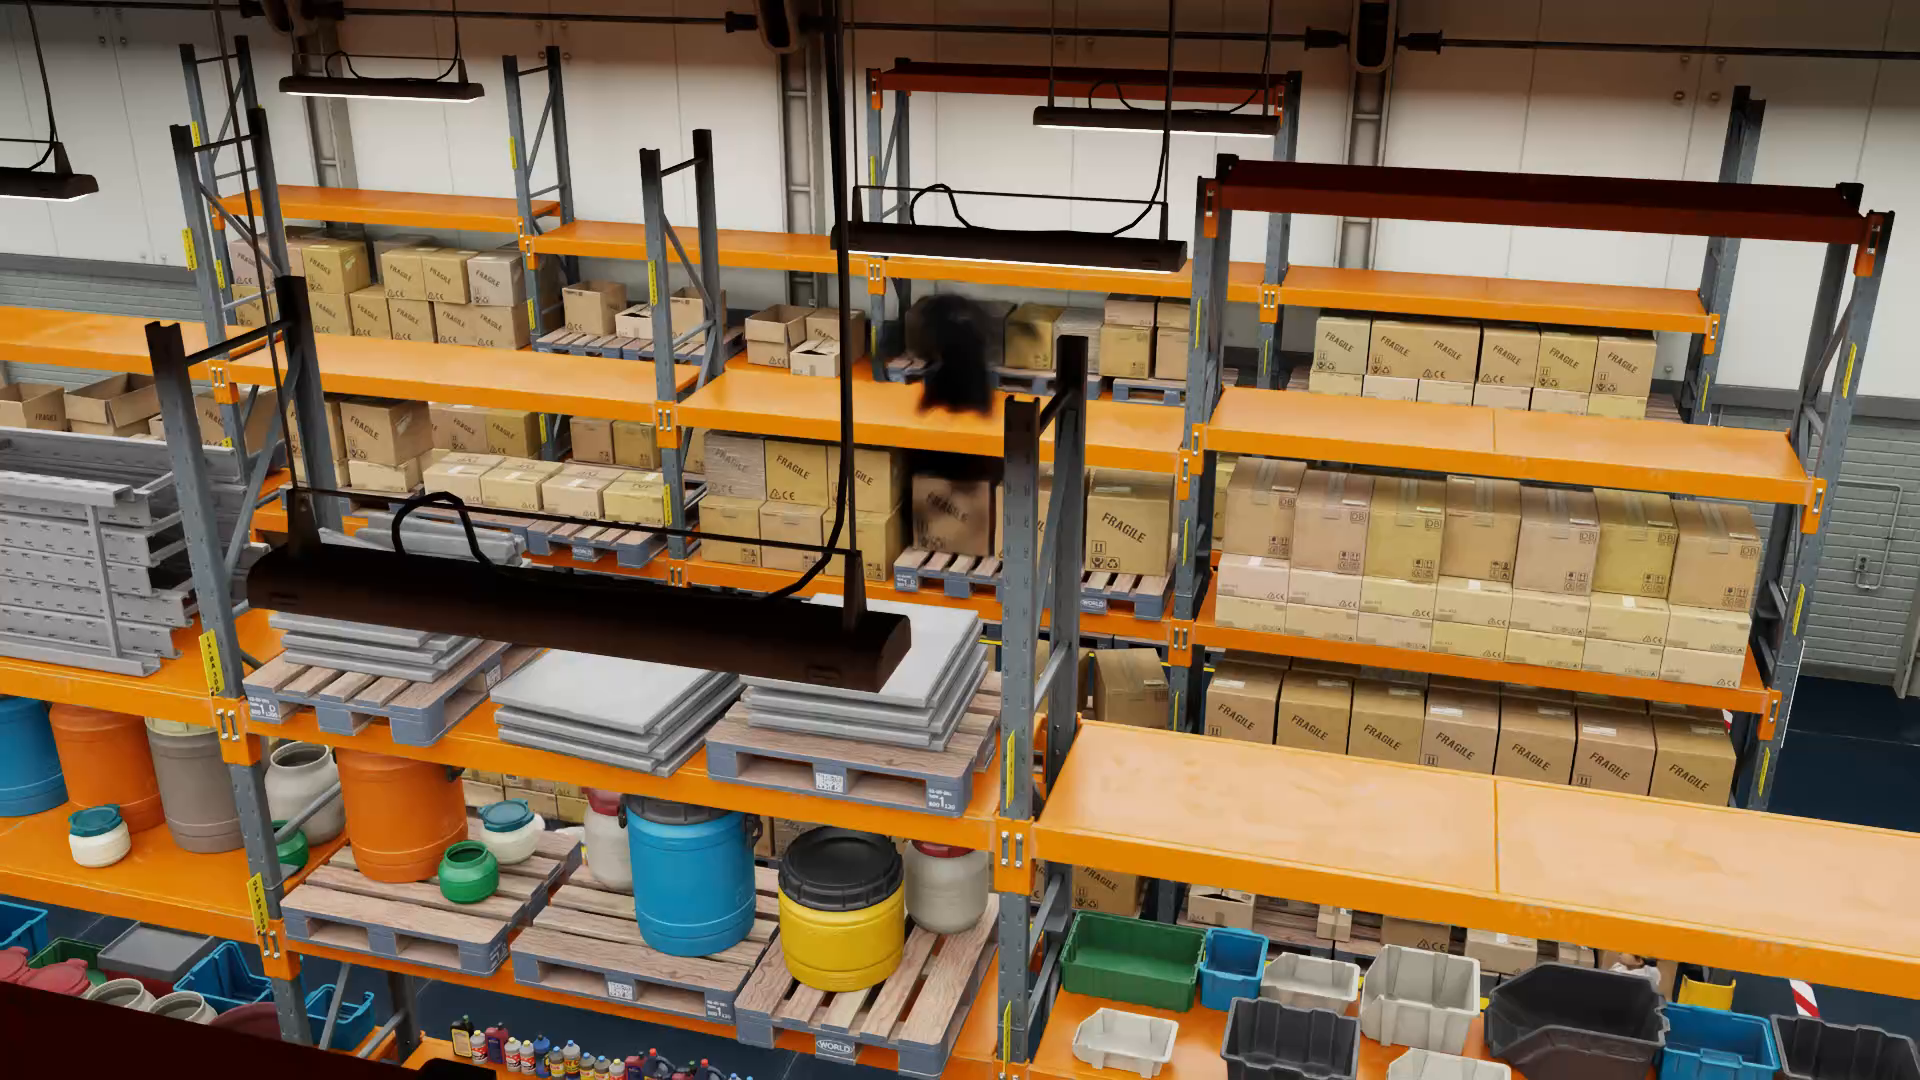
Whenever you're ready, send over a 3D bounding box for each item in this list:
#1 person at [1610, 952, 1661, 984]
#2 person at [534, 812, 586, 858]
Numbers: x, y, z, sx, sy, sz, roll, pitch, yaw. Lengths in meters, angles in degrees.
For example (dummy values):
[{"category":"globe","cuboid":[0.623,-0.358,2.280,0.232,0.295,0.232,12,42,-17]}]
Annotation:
[{"category":"person","cuboid":[4.258,3.229,10.805,0.695,1.718,0.541,3,23,7]},{"category":"person","cuboid":[-2.761,2.749,12.174,1.173,1.548,0.667,13,26,28]}]
